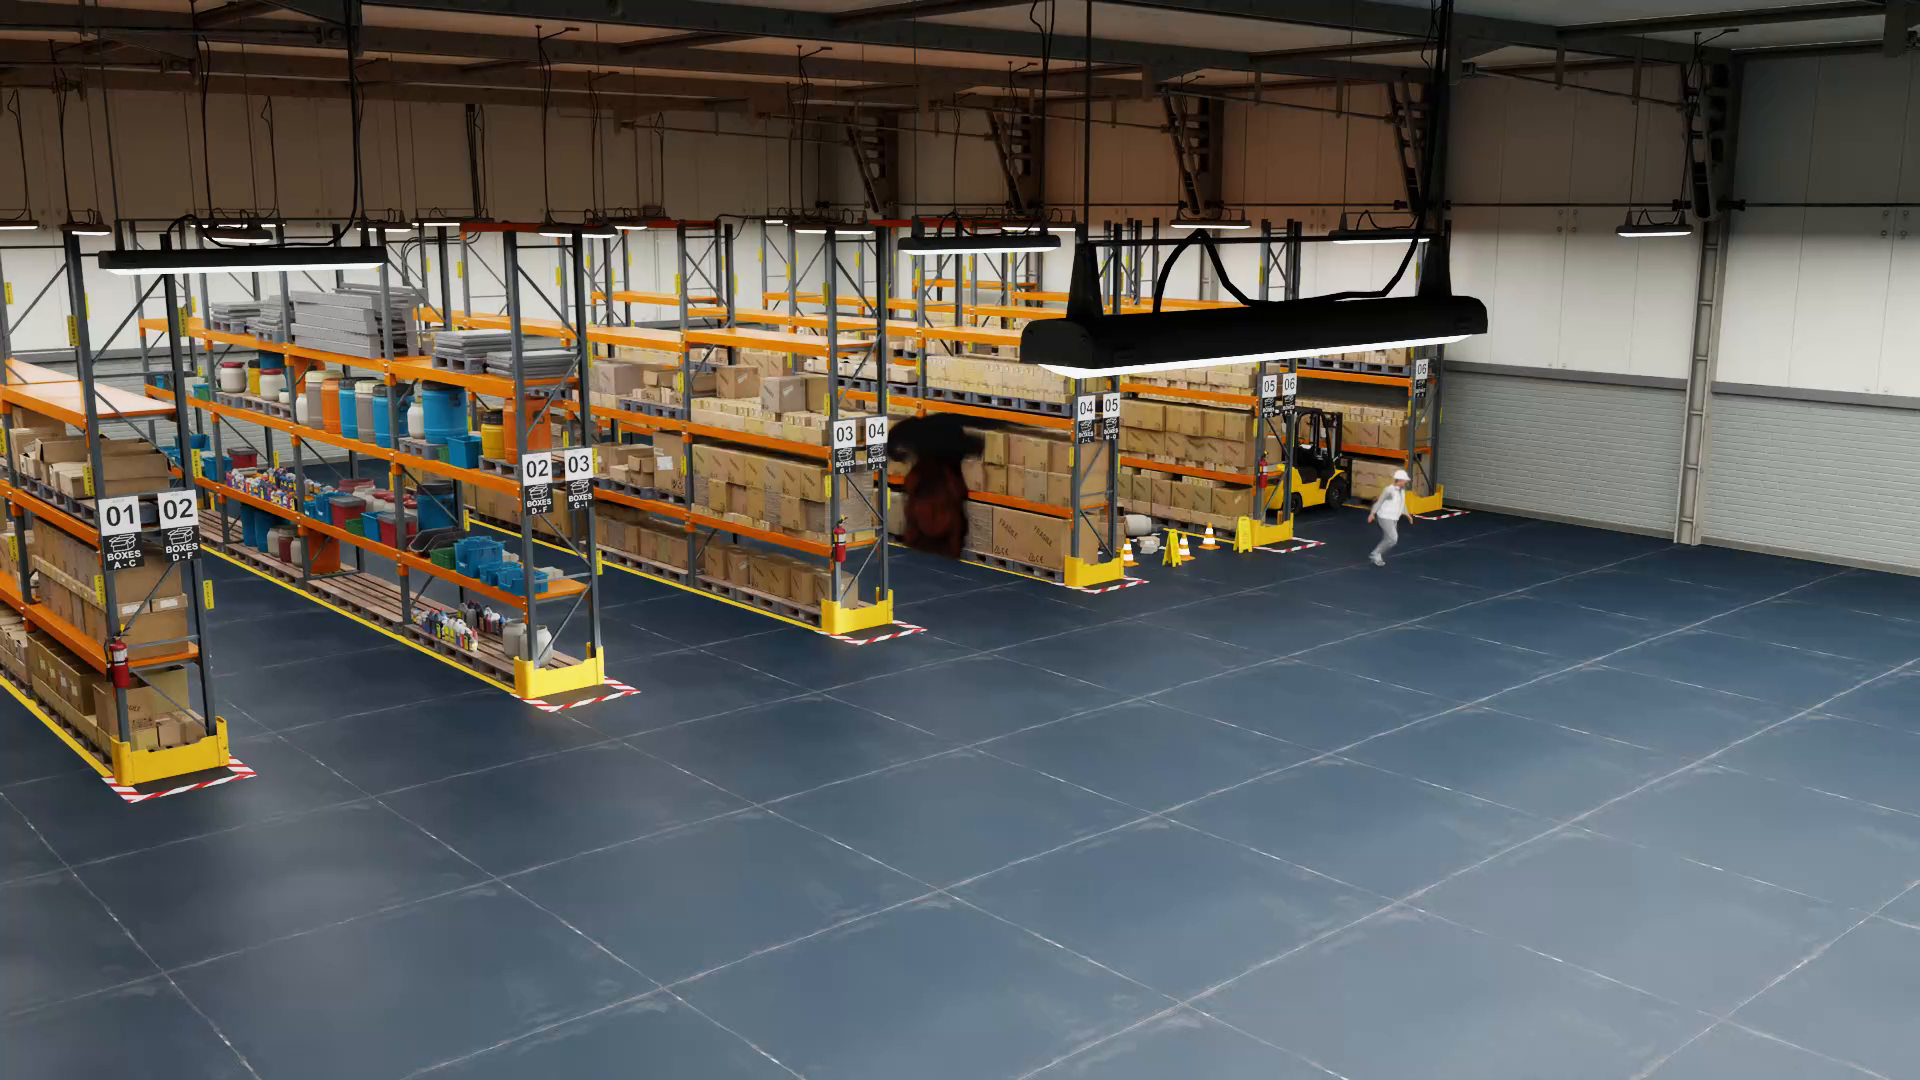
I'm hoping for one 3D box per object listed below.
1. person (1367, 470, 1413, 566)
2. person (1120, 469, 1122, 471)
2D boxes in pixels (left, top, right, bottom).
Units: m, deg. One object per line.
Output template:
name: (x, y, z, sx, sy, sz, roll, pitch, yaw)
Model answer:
person: (7.621, -0.388, 29.442, 0.671, 1.726, 0.653, 9, 14, 38)
person: (3.317, -1.991, 37.369, 0.984, 1.731, 0.714, 9, 15, 38)
